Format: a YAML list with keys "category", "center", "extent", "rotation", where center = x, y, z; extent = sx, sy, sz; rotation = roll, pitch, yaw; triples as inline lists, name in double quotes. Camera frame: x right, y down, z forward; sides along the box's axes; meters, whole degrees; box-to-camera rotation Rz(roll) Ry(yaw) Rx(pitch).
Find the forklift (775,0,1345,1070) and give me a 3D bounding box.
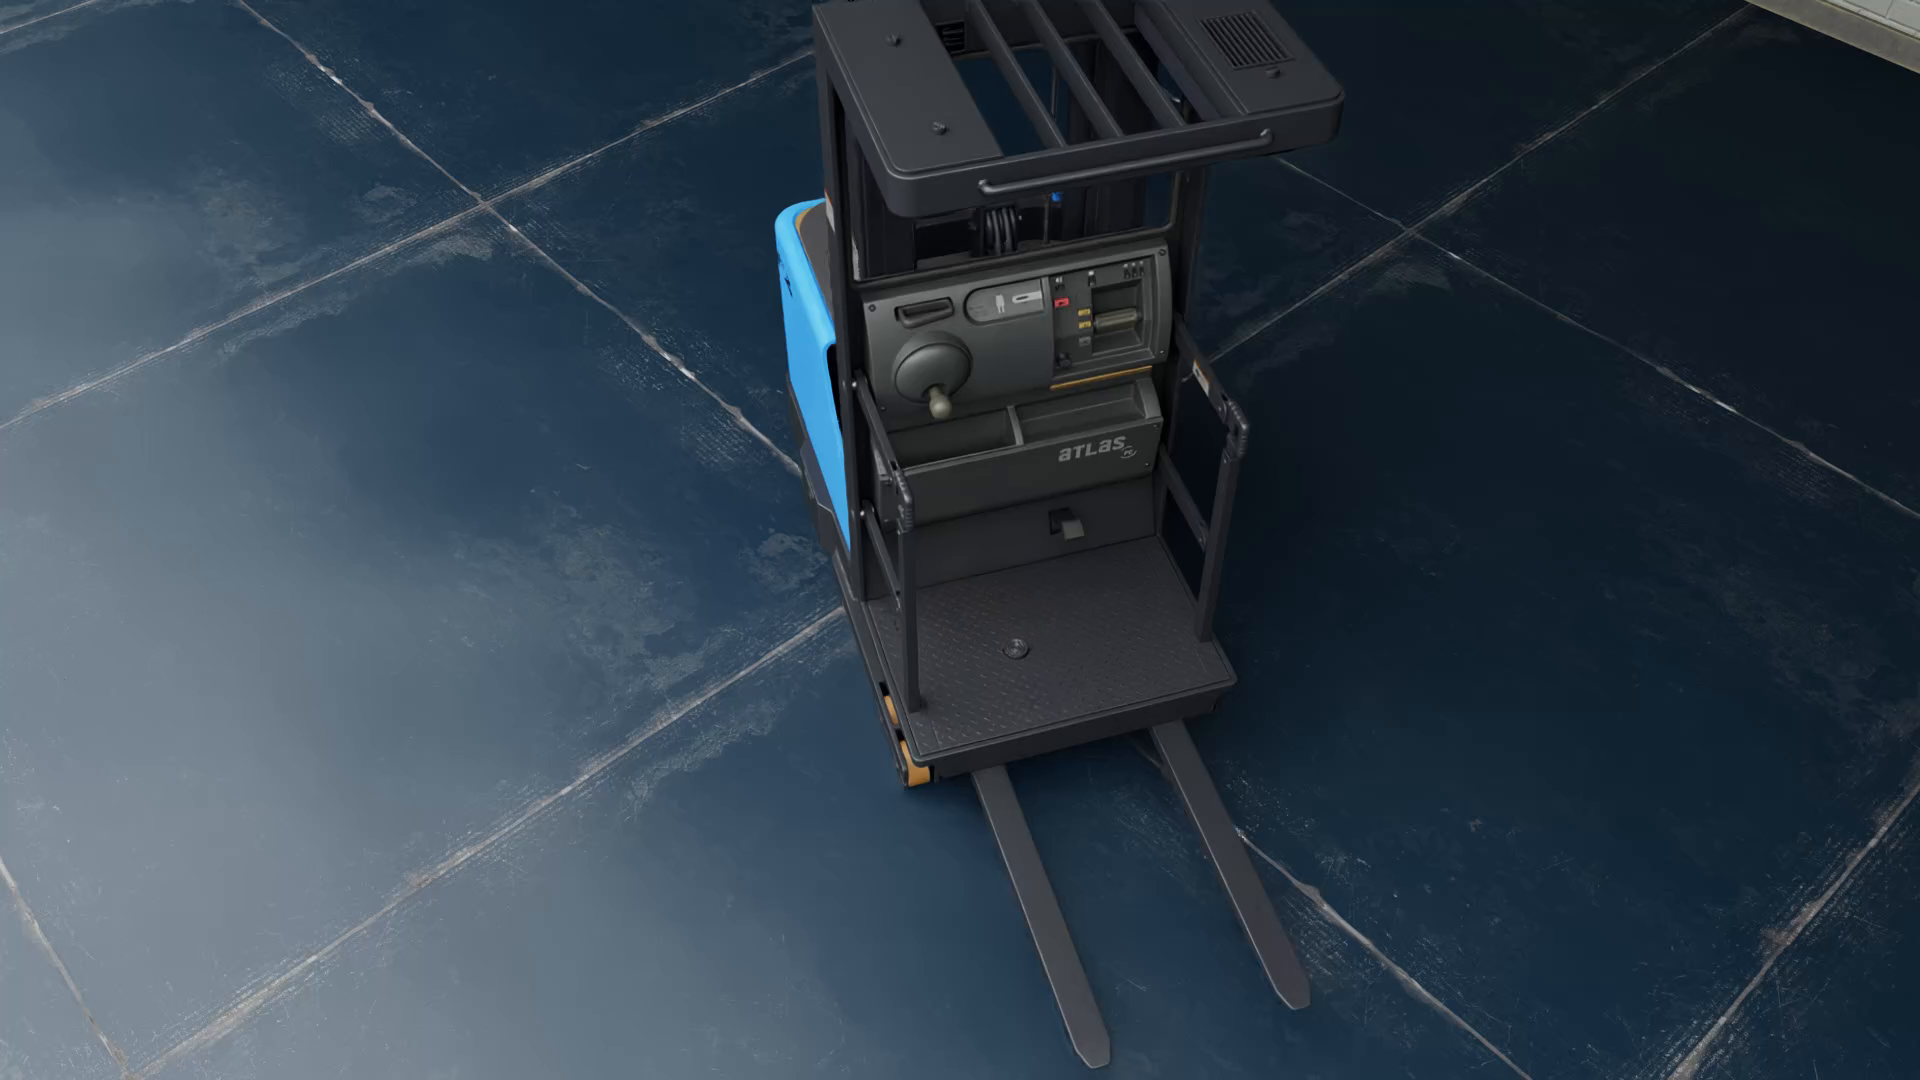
- category: "forklift"
  center: [0.243, -0.515, 4.731]
  extent: [1.130, 2.935, 3.031]
  rotation: [-13, 49, -11]
